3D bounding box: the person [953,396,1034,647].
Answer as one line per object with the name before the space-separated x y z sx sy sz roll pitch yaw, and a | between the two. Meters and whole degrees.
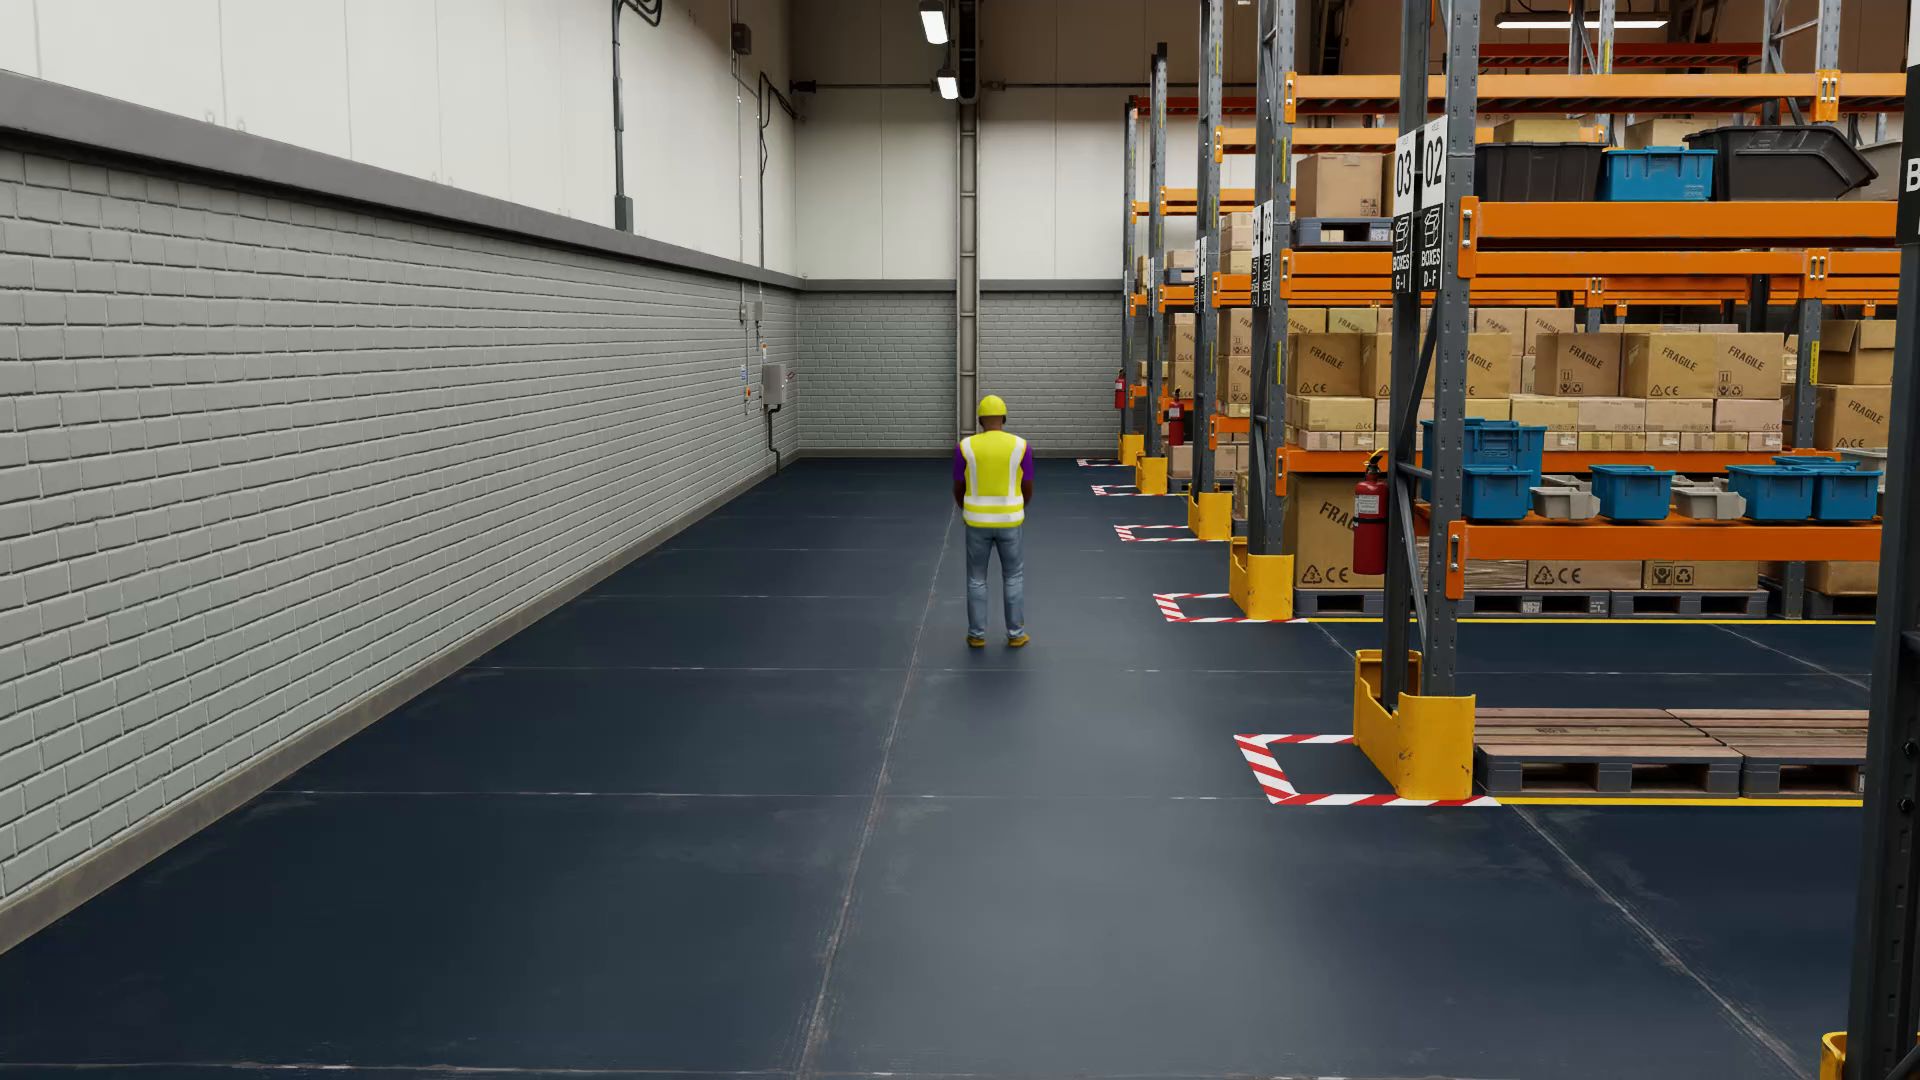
person | 0.234 -0.135 11.744 0.572 1.767 0.470 0 7 0
